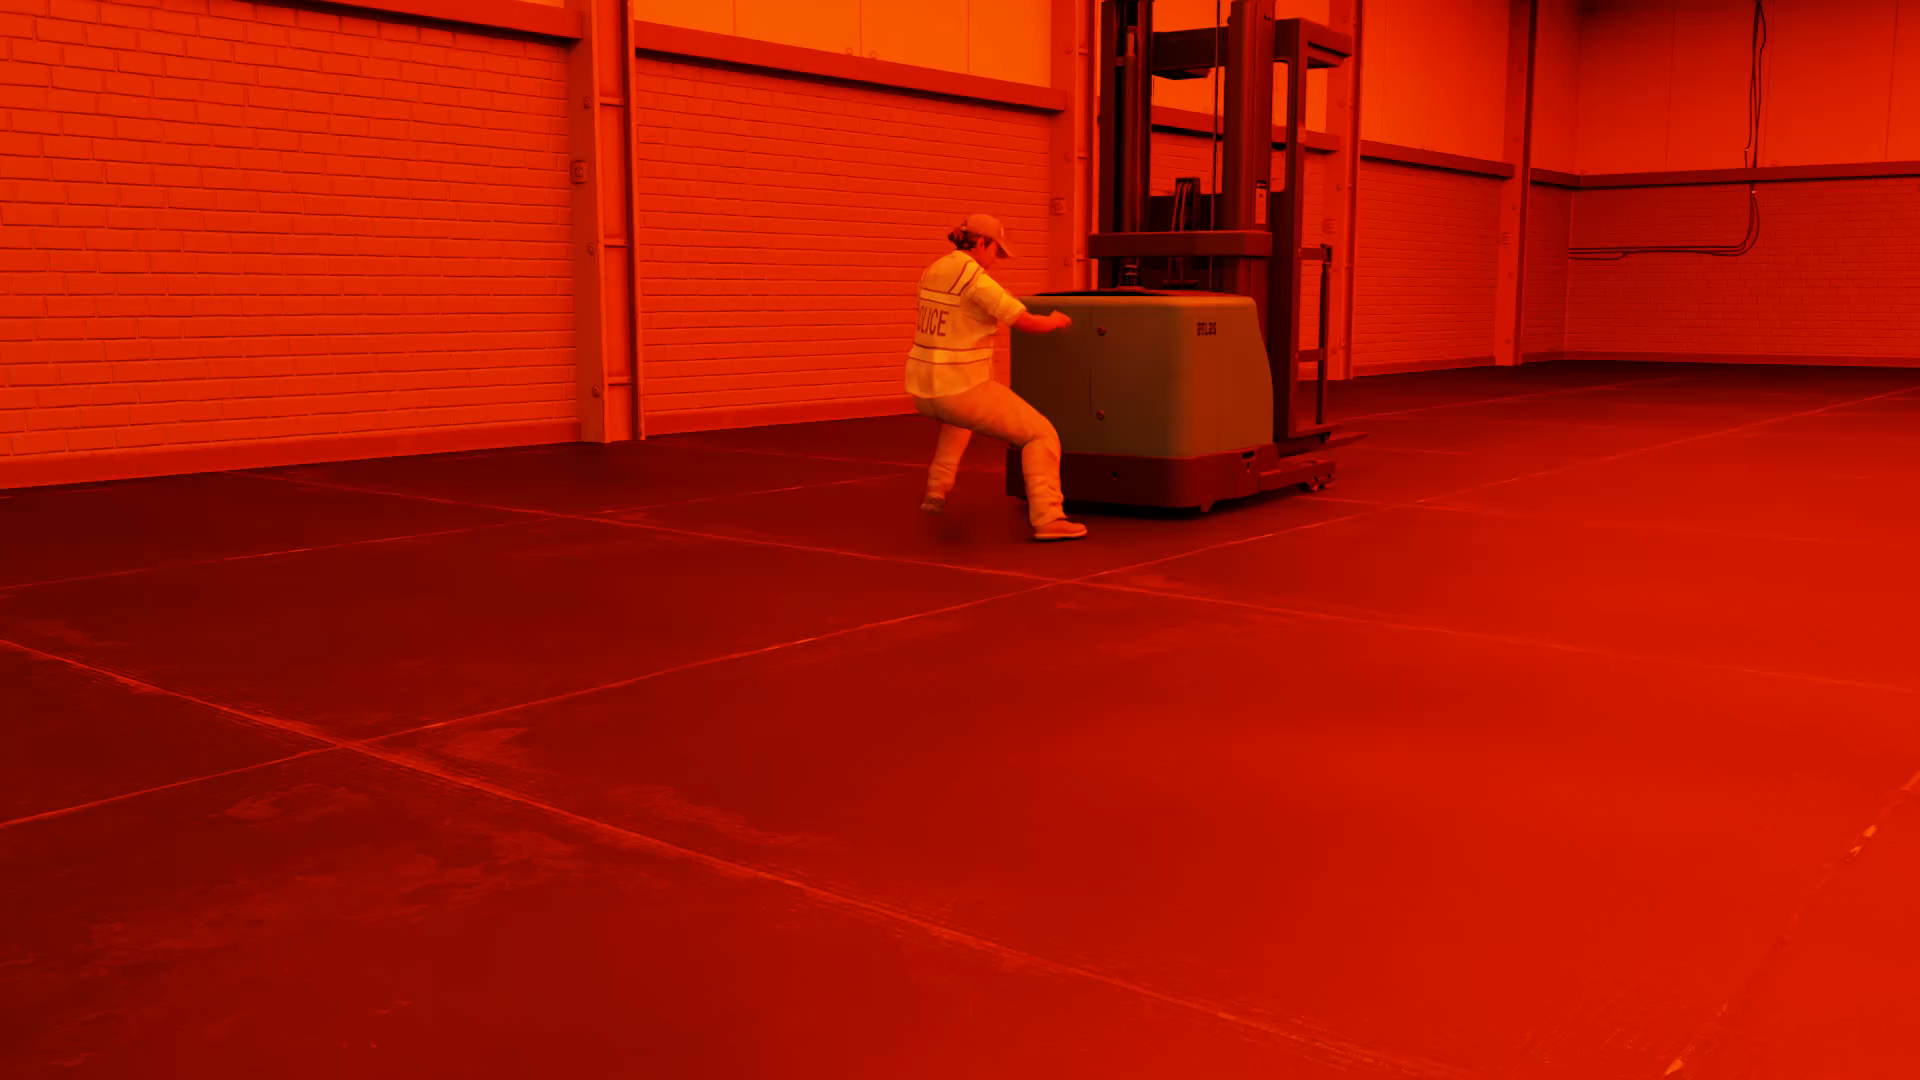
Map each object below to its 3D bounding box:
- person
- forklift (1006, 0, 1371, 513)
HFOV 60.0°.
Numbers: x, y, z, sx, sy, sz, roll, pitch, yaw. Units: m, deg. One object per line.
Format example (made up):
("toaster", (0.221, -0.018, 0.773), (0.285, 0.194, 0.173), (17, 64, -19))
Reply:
("person", (0.123, -0.765, 7.658), (0.721, 1.441, 1.023), (-5, 10, -31))
("forklift", (1.473, -1.751, 9.245), (1.130, 2.935, 3.031), (6, 10, 33))
